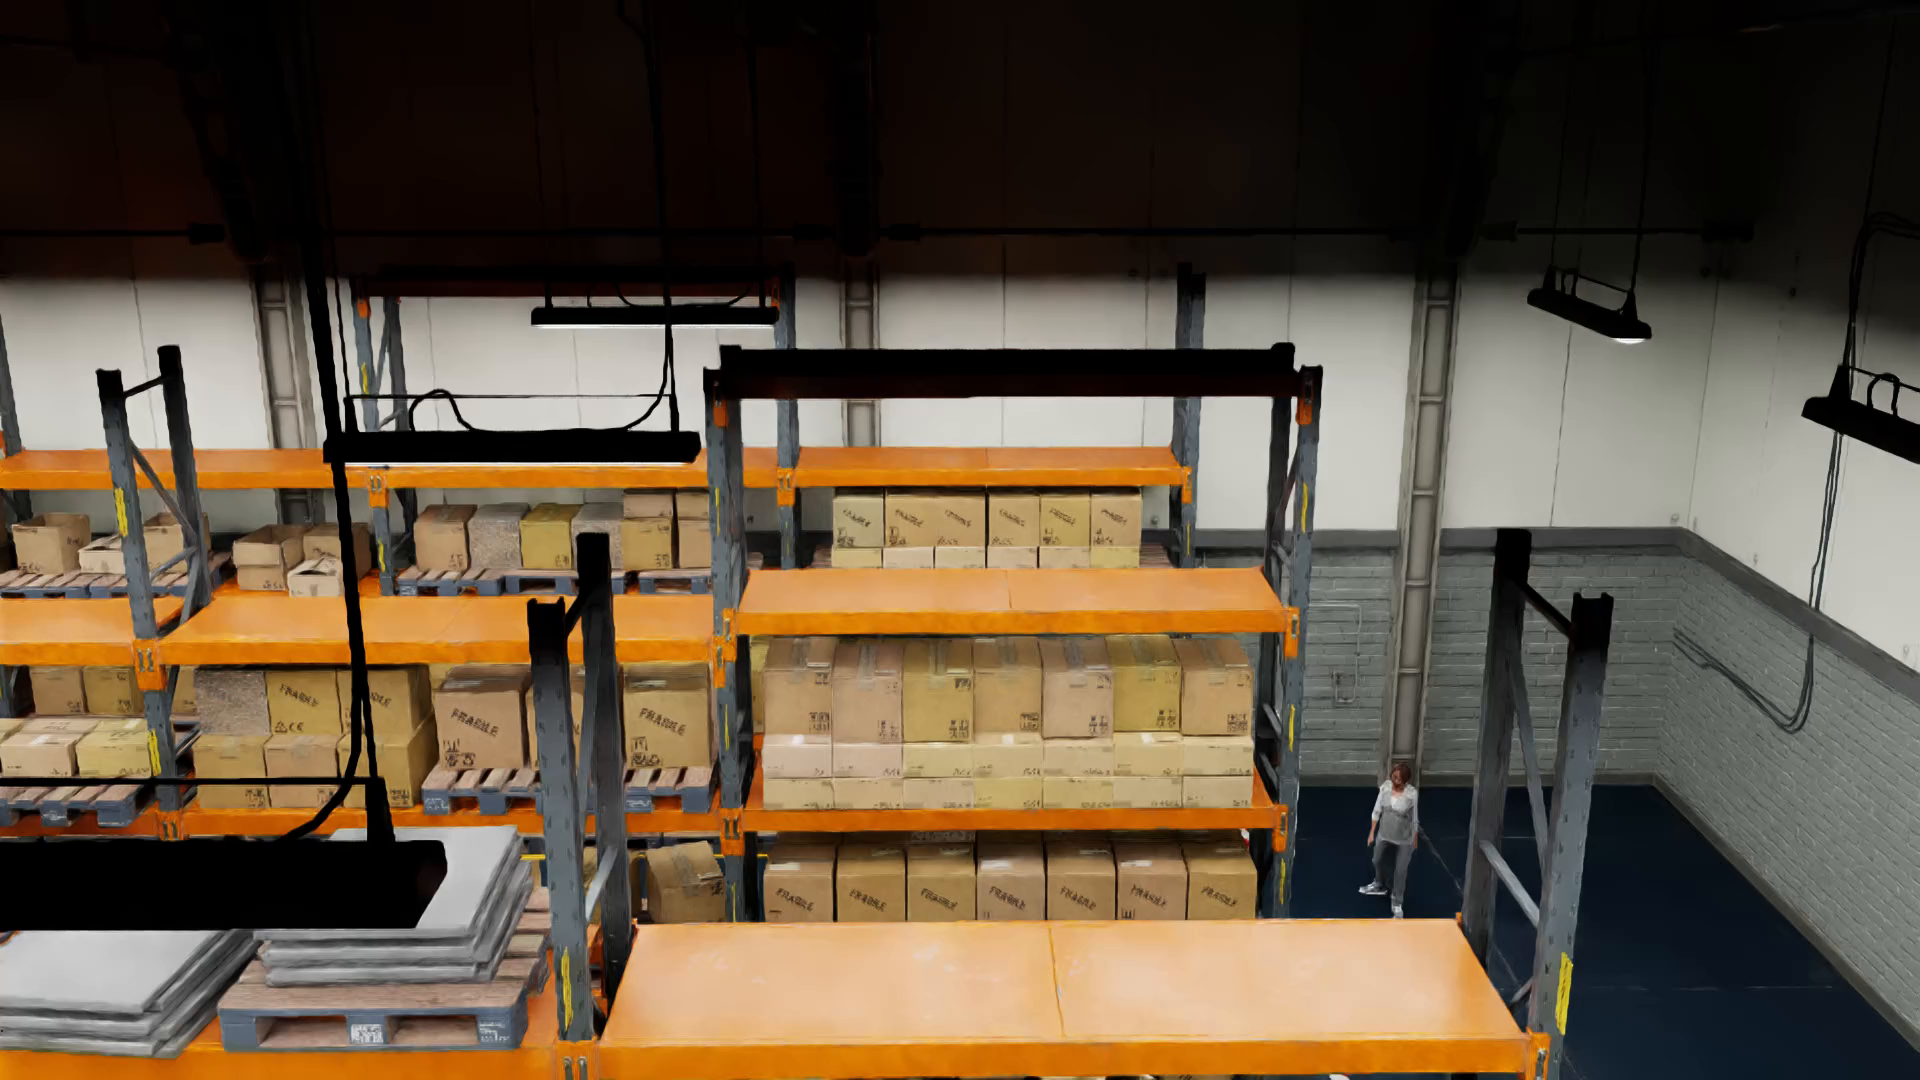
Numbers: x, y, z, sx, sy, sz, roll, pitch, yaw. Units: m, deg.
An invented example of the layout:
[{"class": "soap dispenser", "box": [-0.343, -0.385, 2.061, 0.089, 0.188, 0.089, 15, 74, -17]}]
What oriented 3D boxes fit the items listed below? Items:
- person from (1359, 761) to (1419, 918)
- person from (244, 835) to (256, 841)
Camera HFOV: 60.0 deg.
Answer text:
[{"class": "person", "box": [4.125, 2.845, 16.044, 0.592, 1.555, 0.447, 13, 20, 37]}, {"class": "person", "box": [-6.057, 3.283, 14.370, 1.095, 1.588, 0.447, 1, 16, 2]}]
